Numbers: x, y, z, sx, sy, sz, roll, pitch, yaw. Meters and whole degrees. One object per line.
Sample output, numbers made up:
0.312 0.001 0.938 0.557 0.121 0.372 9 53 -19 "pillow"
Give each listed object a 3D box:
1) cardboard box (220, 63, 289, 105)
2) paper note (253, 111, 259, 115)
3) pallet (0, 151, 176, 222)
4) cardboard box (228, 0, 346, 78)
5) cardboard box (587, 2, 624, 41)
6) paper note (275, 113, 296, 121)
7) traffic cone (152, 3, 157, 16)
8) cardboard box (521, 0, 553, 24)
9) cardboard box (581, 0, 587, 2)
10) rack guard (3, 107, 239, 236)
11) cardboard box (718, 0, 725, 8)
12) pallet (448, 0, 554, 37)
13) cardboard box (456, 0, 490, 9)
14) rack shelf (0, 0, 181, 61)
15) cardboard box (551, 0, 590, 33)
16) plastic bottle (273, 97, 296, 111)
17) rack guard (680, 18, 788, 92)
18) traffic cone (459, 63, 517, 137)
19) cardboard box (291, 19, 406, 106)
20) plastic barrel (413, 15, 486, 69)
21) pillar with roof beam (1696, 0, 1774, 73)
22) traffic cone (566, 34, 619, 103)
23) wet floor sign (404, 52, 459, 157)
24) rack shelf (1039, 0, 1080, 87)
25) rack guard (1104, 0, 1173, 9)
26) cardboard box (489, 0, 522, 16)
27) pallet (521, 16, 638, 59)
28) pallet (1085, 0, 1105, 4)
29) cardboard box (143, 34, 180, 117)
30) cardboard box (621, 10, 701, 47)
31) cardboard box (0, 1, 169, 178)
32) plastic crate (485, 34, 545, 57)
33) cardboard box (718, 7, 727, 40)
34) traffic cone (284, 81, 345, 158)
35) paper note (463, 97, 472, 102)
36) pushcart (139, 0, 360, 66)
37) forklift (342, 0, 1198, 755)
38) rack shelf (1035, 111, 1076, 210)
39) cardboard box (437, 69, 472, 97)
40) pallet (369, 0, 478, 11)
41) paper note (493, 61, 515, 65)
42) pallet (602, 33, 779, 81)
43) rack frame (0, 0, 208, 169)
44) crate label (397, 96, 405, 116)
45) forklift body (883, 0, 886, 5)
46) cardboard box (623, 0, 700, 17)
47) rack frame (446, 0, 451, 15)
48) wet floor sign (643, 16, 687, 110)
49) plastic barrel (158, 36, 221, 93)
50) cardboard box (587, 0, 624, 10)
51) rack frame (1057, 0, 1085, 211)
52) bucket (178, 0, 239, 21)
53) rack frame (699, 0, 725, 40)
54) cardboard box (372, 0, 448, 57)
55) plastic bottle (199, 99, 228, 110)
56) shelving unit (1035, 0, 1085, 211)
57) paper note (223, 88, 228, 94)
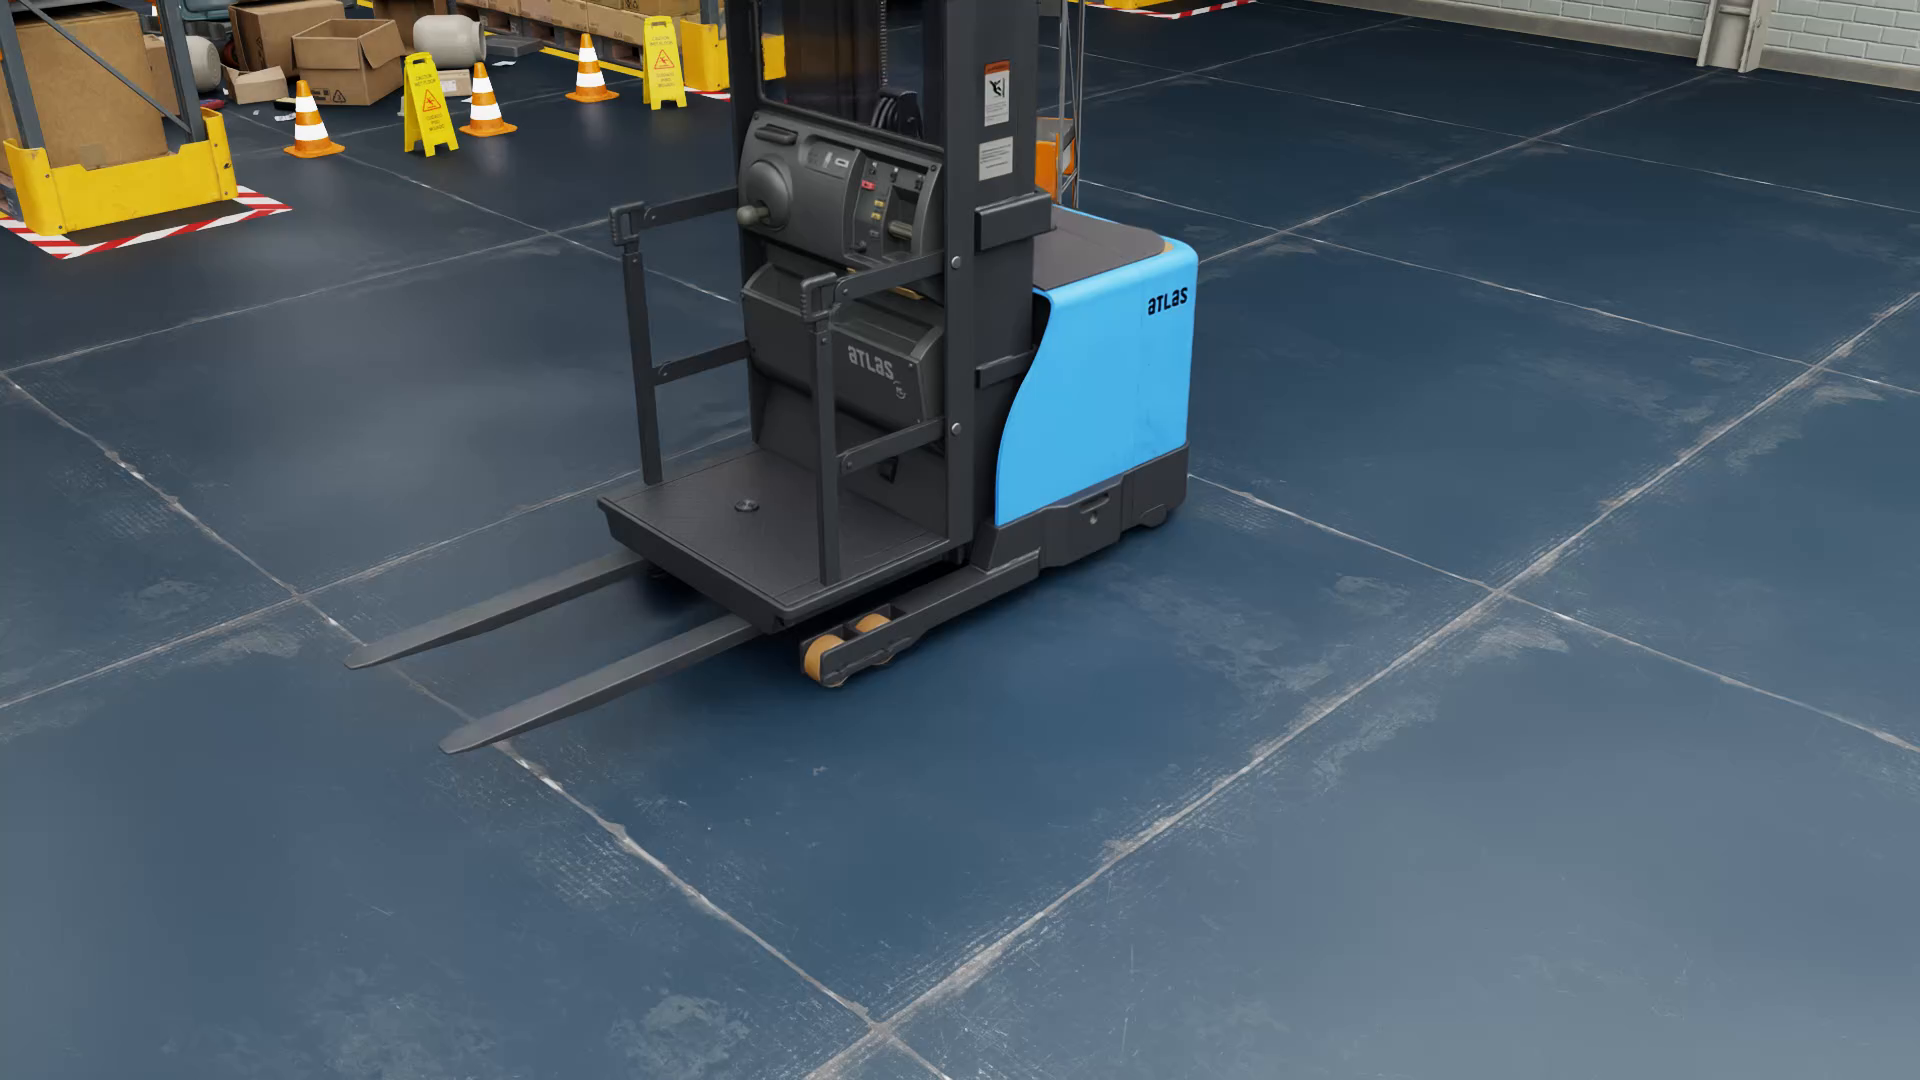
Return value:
-5.326 -3.468 12.560 0.396 0.266 0.258 -18 33 -31 "cardboard box"
-5.168 -3.138 12.207 0.032 0.001 0.123 -7 29 -14 "paper note"
-5.616 -2.323 10.442 1.213 0.211 1.003 25 36 38 "pallet"
-5.292 -3.989 13.149 0.503 0.637 0.797 25 36 38 "cardboard box"
-2.721 -4.313 13.733 0.500 0.250 0.500 25 37 39 "cardboard box"
-4.889 -3.069 12.056 0.144 0.017 0.142 -13 30 -22 "paper note"
-7.218 -4.883 15.040 0.334 0.463 0.336 25 36 38 "traffic cone"
-3.444 -4.648 14.369 0.500 0.250 0.500 24 36 38 "cardboard box"
-3.076 -4.810 13.872 0.500 0.500 0.500 24 36 37 "cardboard box"
-4.973 -2.208 9.913 0.348 0.500 1.175 25 36 38 "rack guard"
-1.991 -4.662 13.590 0.500 0.500 0.500 23 36 37 "cardboard box"
-3.941 -4.862 15.269 1.213 0.211 1.003 25 36 38 "pallet"
-4.213 -4.990 15.021 0.500 0.250 0.500 23 35 36 "cardboard box"
-6.417 -3.657 10.754 4.000 0.370 1.077 25 36 38 "rack shelf"
-3.098 -4.482 14.054 0.500 0.250 0.500 23 35 37 "cardboard box"
-4.993 -3.238 12.343 0.283 0.061 0.133 12 30 22 "plastic bottle"
-1.646 -3.917 13.162 0.348 0.500 1.175 25 36 38 "rack guard"
-3.339 -3.108 11.664 0.334 0.463 0.336 25 36 38 "traffic cone"
-4.620 -3.626 12.606 0.637 0.503 0.797 2 28 4 "cardboard box"
-4.126 -4.030 13.459 0.512 0.421 0.421 -3 28 -5 "plastic barrel"
3.281 -6.442 8.832 0.400 9.000 9.100 25 36 38 "pillar with roof beam"
-2.803 -3.588 12.576 0.334 0.463 0.336 25 36 38 "traffic cone"
-3.582 -2.928 11.126 0.232 0.644 0.267 18 33 30 "wet floor sign"
0.203 -2.087 6.488 0.480 0.518 0.431 7 29 13 "rack shelf"
1.902 -5.533 16.235 0.348 0.500 1.175 25 36 38 "rack guard"
-3.824 -4.820 14.696 0.500 0.250 0.500 -23 35 -36 "cardboard box"
-3.067 -4.464 14.512 1.213 0.211 1.003 25 36 38 "pallet"
1.310 -5.648 16.765 1.213 0.211 1.003 25 36 38 "pallet"
-6.016 -3.357 12.094 0.500 0.500 0.500 -18 33 -31 "cardboard box"
-2.374 -4.149 13.422 0.500 0.250 0.500 24 36 38 "cardboard box"
-5.520 -2.767 10.122 0.875 0.875 0.875 25 37 39 "cardboard box"
-3.900 -4.227 14.203 0.583 0.080 0.402 12 30 22 "plastic crate"
-1.974 -4.322 13.750 0.500 0.250 0.500 24 36 38 "cardboard box"
-4.374 -2.844 11.162 0.334 0.463 0.336 25 36 38 "traffic cone"
-3.662 -3.332 12.554 0.142 0.019 0.148 12 30 22 "paper note"
-6.007 -4.370 14.155 0.936 0.377 1.648 12 30 22 "pushcart"
-0.551 -1.097 5.188 3.031 2.935 1.130 -23 36 -37 "forklift"
0.203 -1.467 6.813 0.480 0.518 0.431 7 29 13 "rack shelf"
-3.943 -3.494 12.734 0.380 0.149 0.250 -7 29 -14 "cardboard box"
-5.001 -5.323 16.146 1.213 0.211 1.003 25 36 38 "pallet"
-3.750 -3.931 13.693 0.148 0.019 0.142 12 30 22 "paper note"
-2.201 -4.066 13.755 1.213 0.211 1.003 25 36 38 "pallet"
-4.991 -3.323 9.346 0.127 3.000 1.000 25 36 38 "rack frame"
-3.943 -3.200 12.189 0.298 0.136 0.250 7 29 13 "crate label"
-0.746 -6.284 15.891 1.214 2.155 2.313 25 36 38 "forklift body"
-2.346 -4.474 13.233 0.500 0.500 0.500 25 37 39 "cardboard box"
-4.444 -6.303 15.015 0.127 3.000 1.000 25 36 38 "rack frame"
-2.207 -3.539 12.287 0.267 0.644 0.232 -13 30 -22 "wet floor sign"
-5.958 -3.626 12.692 0.512 0.421 0.421 -3 28 -5 "plastic barrel"
-2.721 -4.643 13.555 0.500 0.500 0.500 -24 36 -37 "cardboard box"
0.439 -1.450 6.752 0.015 2.100 0.400 7 29 13 "rack frame"
-6.129 -4.572 13.607 0.726 0.611 0.620 -13 20 -22 "bucket"
-1.592 -4.998 12.533 0.127 3.000 1.000 25 36 38 "rack frame"
-4.634 -4.397 14.072 0.500 0.500 0.500 -3 28 -5 "cardboard box"
-5.561 -3.212 12.293 0.133 0.061 0.283 12 30 22 "plastic bottle"
0.203 -1.479 6.807 0.503 2.100 0.431 7 29 13 "shelving unit"
-5.592 -3.474 12.833 0.172 0.023 0.155 -13 30 -22 "paper note"
